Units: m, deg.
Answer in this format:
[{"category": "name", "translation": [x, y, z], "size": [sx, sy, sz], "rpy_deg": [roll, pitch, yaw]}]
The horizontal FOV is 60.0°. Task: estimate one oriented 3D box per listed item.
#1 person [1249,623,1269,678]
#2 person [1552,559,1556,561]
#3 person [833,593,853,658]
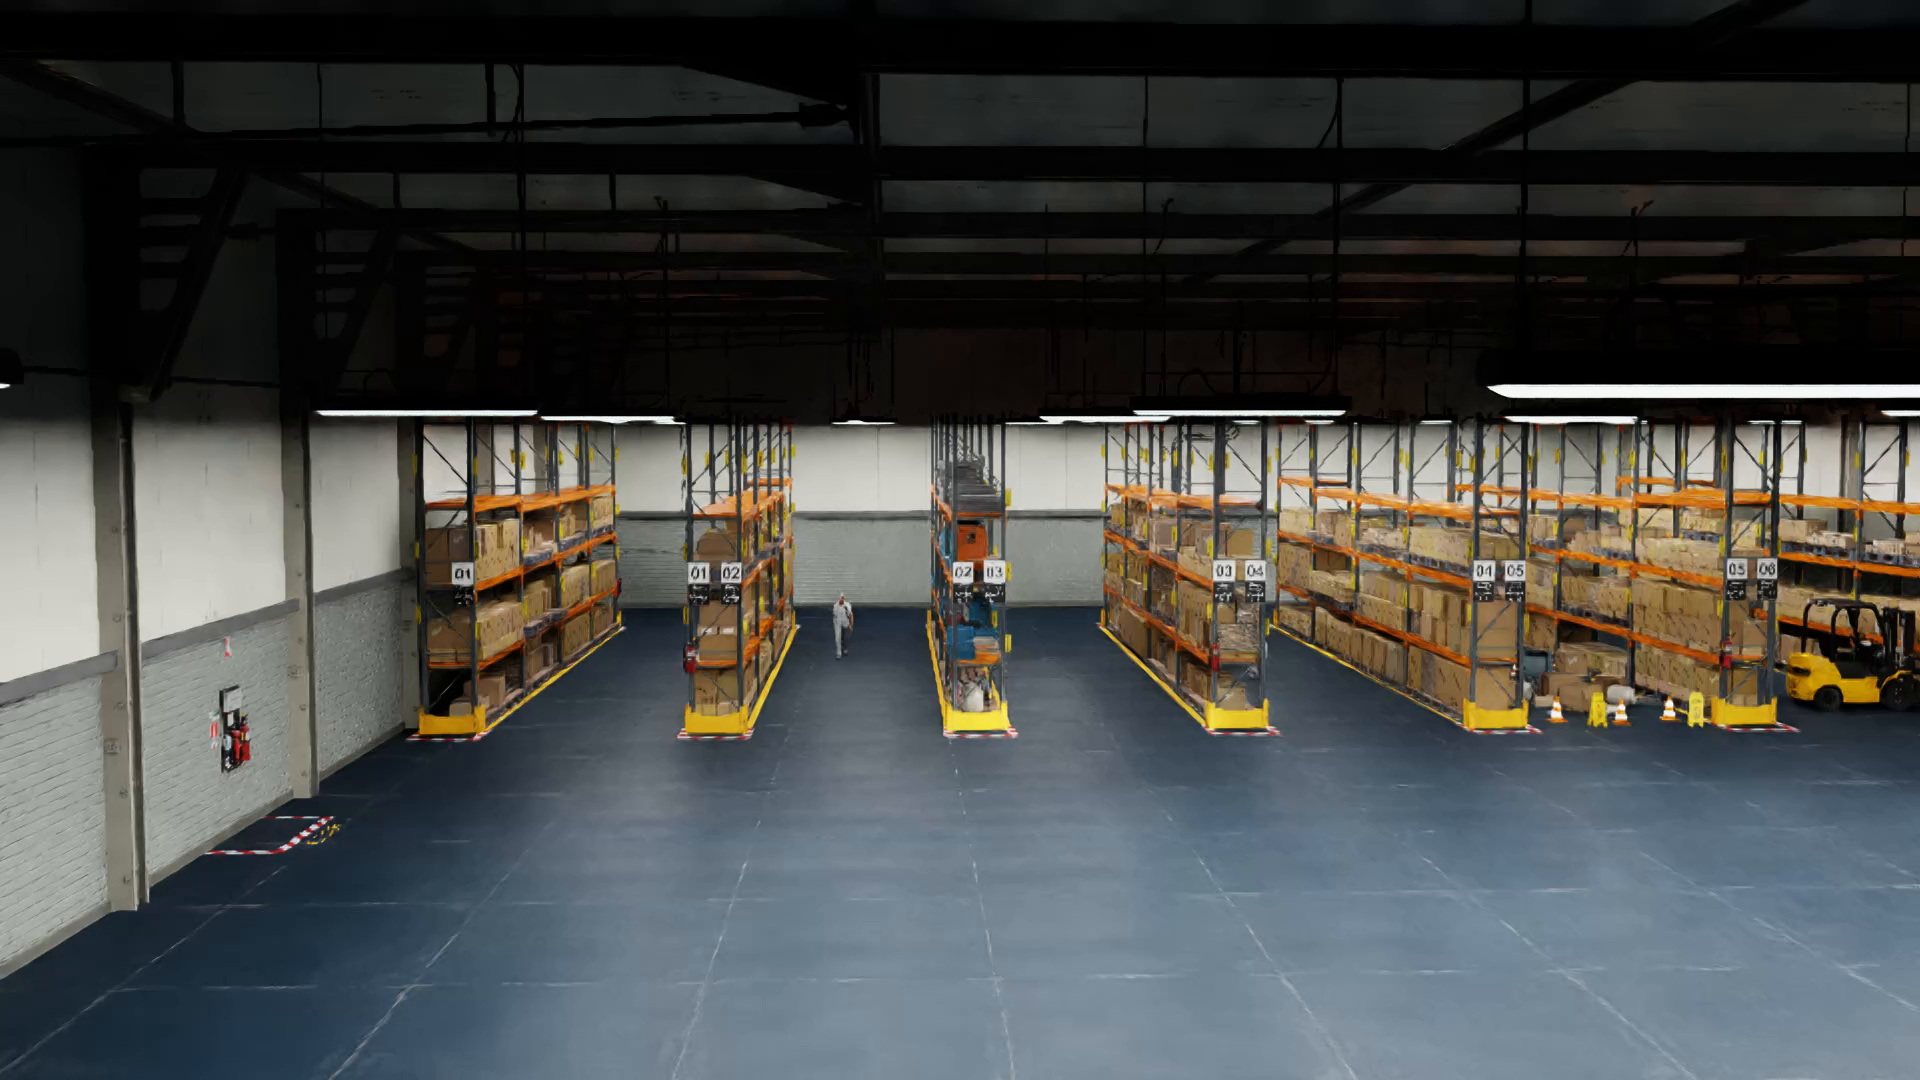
[{"category": "person", "translation": [6.718, 2.257, 37.782], "size": [0.444, 1.786, 0.598], "rpy_deg": [-2, 4, -27]}, {"category": "person", "translation": [18.019, 1.440, 50.216], "size": [0.471, 1.712, 0.690], "rpy_deg": [-2, 5, -31]}, {"category": "person", "translation": [-2.909, 2.102, 41.358], "size": [0.493, 1.605, 1.000], "rpy_deg": [0, 4, -3]}]
